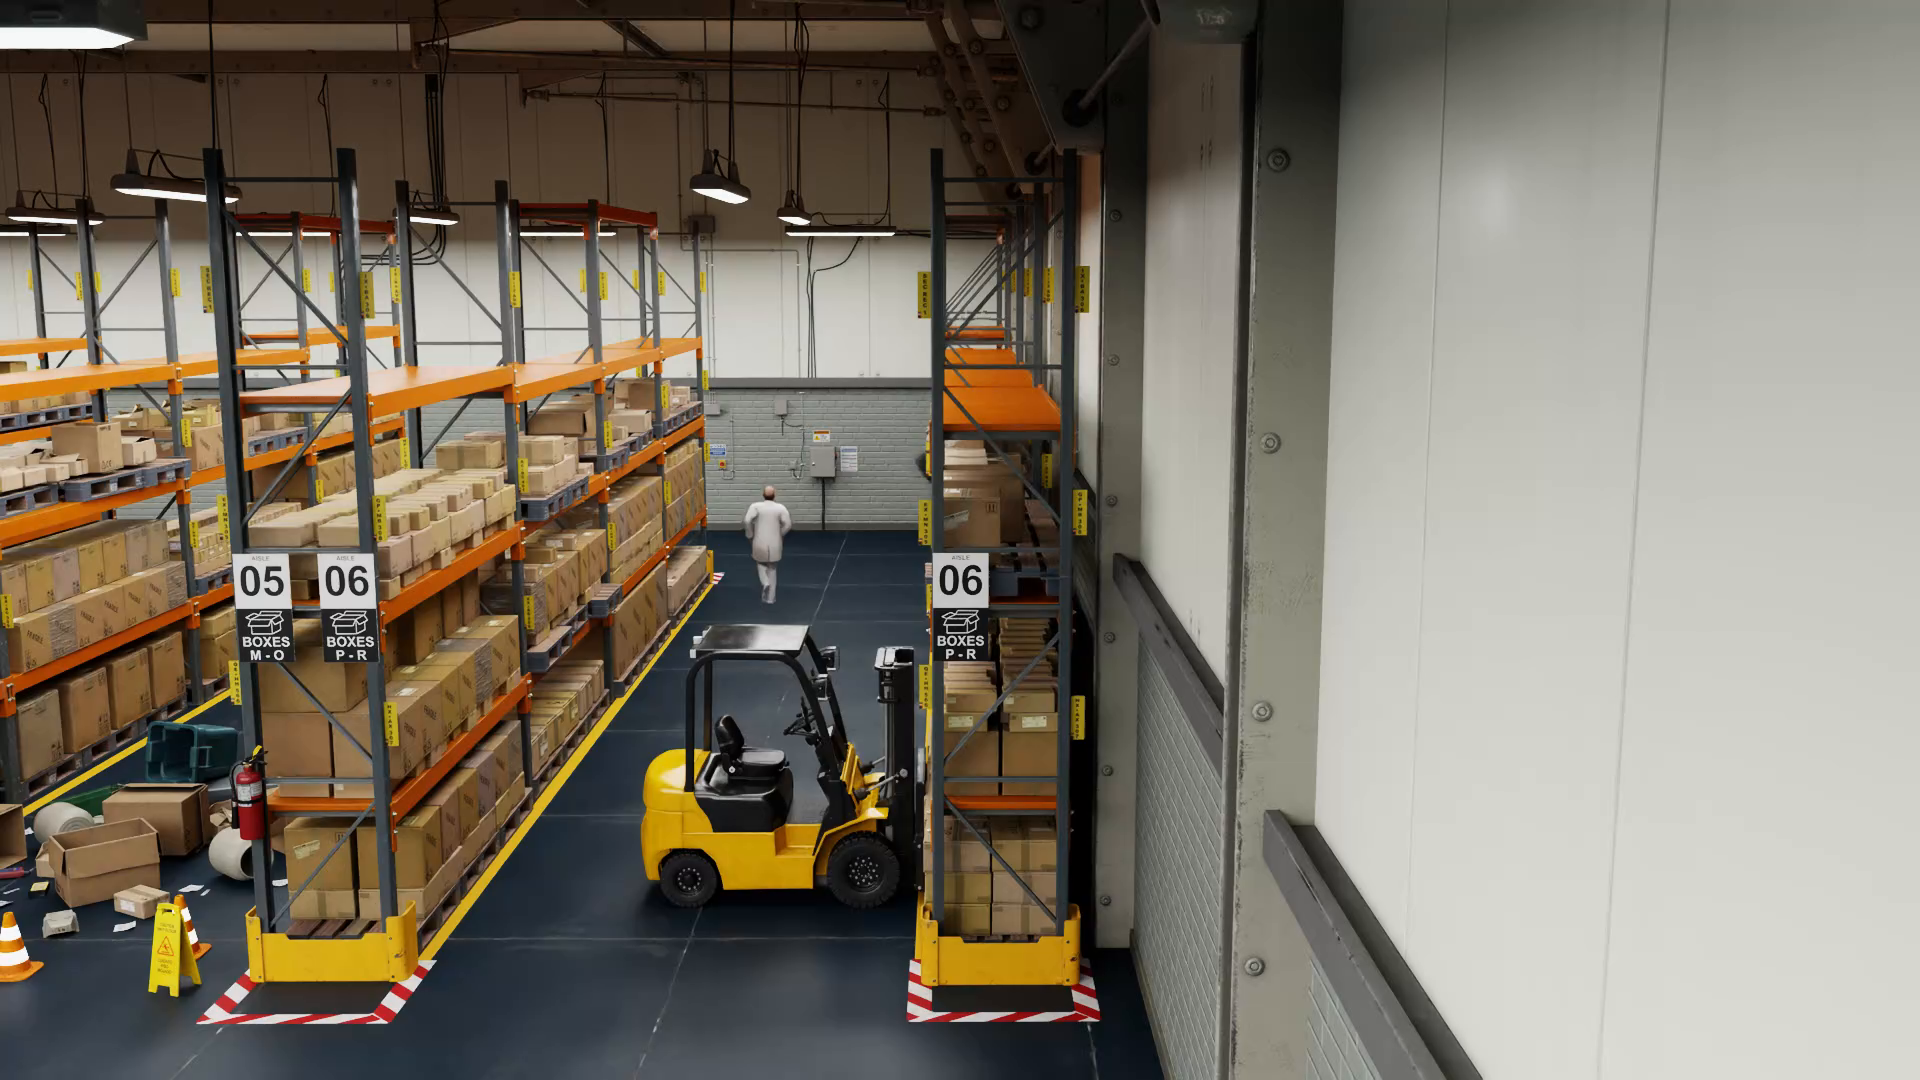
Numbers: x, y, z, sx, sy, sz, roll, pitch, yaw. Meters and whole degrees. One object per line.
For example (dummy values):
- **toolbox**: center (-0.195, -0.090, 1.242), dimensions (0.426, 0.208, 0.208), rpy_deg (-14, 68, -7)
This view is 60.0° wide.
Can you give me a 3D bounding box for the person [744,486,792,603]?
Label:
- **person**: center (-2.866, 0.061, 24.806), dimensions (0.707, 1.757, 0.533), rpy_deg (-1, 9, -7)
